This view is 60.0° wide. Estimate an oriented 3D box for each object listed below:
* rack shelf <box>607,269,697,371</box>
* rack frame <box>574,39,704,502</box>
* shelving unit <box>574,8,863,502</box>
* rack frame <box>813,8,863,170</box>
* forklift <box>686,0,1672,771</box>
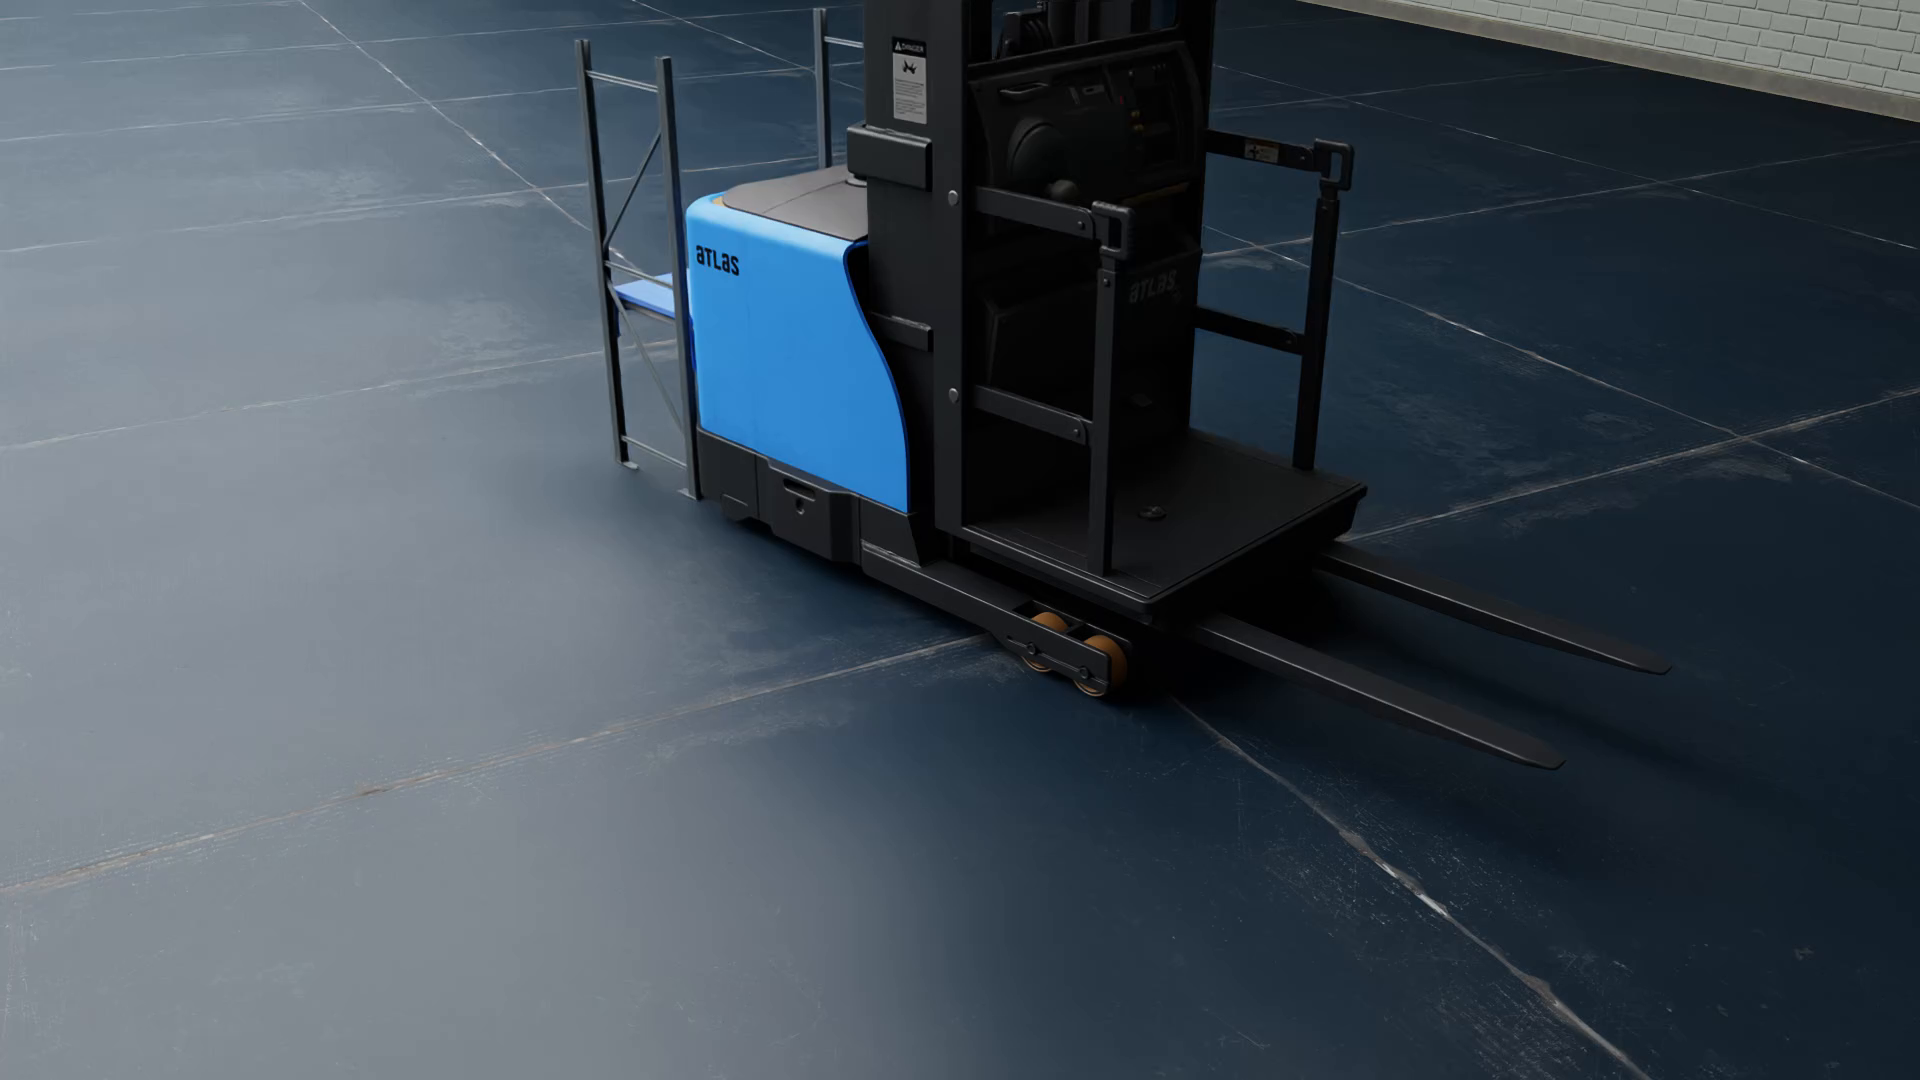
[{"bbox_3d":[-0.716,-0.882,6.022,1.000,0.185,0.538,-23,34,-39],"label":"rack shelf"},{"bbox_3d":[-1.080,-0.891,5.624,0.032,1.500,0.500,-23,34,-39],"label":"rack frame"},{"bbox_3d":[-0.716,-1.044,5.944,1.048,1.500,0.538,-23,34,-39],"label":"shelving unit"},{"bbox_3d":[-0.353,-1.198,6.265,0.032,1.500,0.500,-23,34,-39],"label":"rack frame"},{"bbox_3d":[0.524,-1.143,4.497,3.031,2.935,1.130,22,34,39],"label":"forklift"}]
